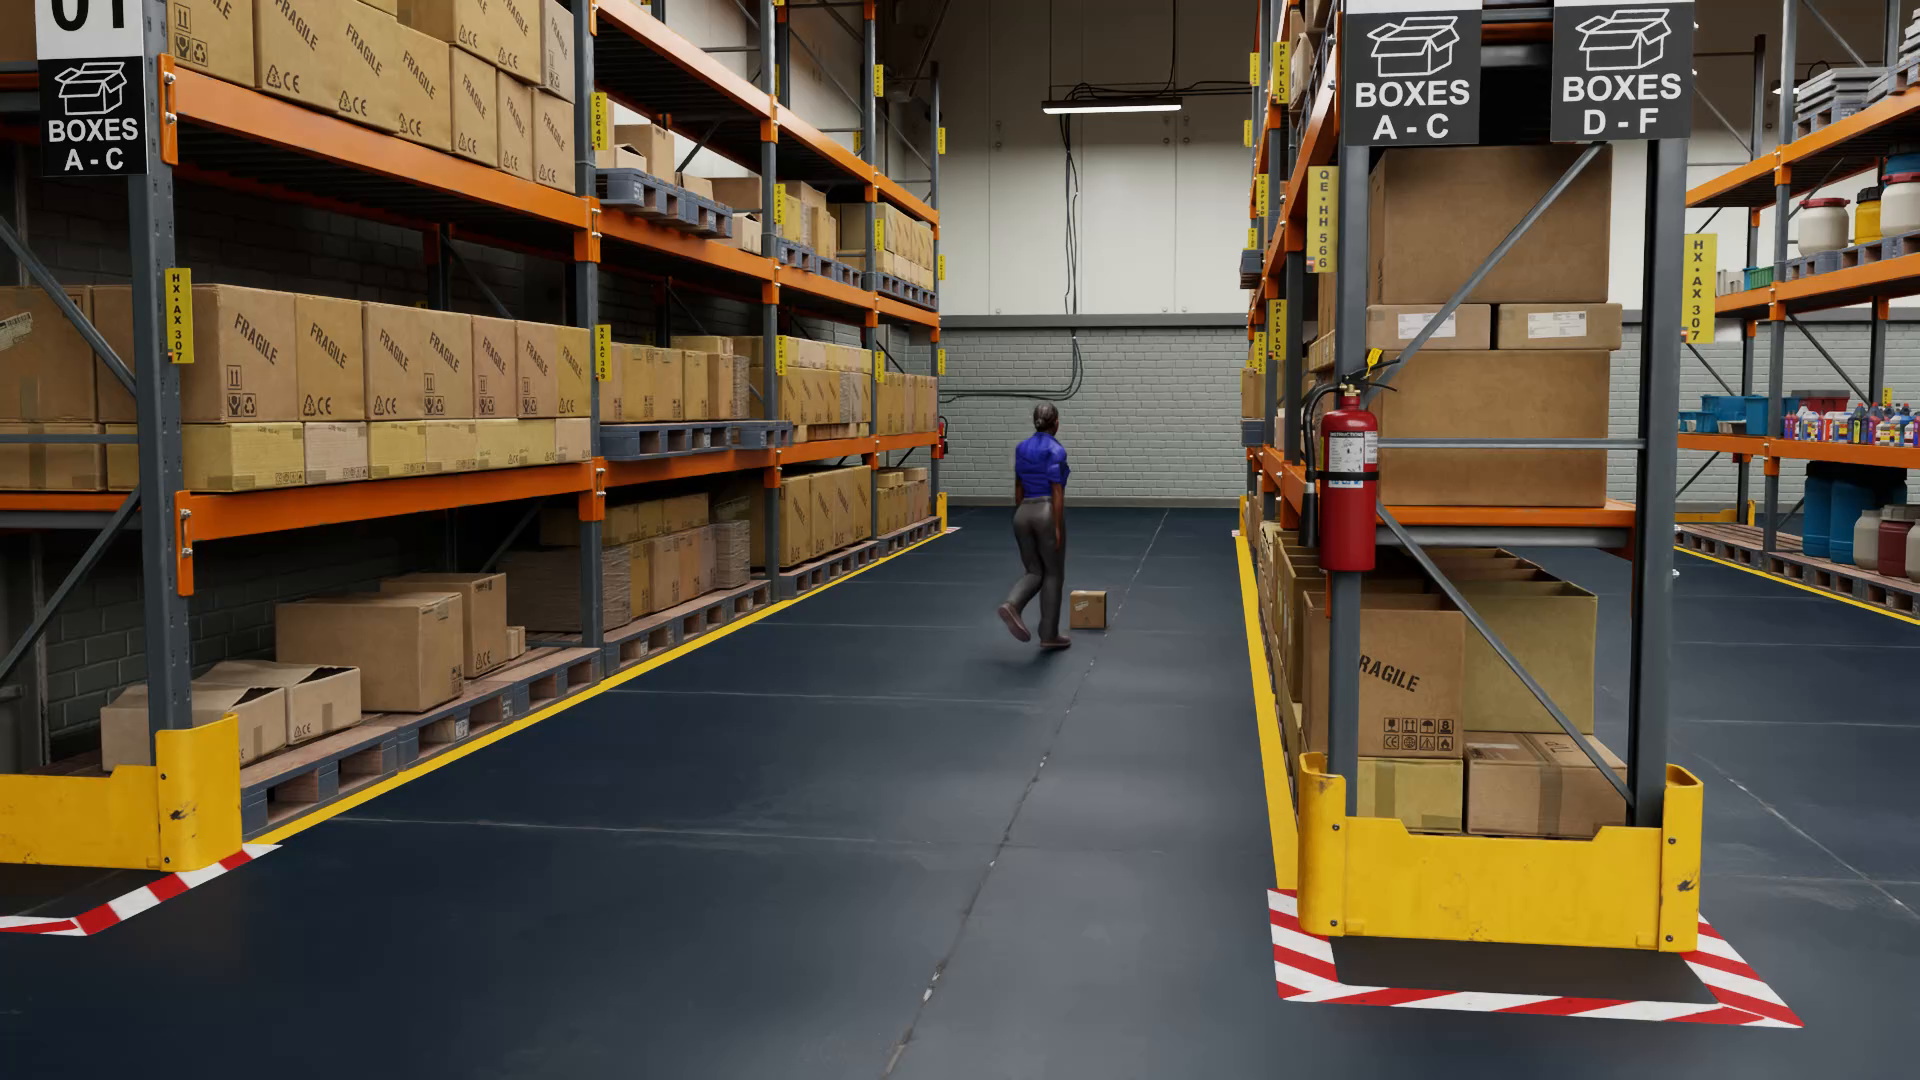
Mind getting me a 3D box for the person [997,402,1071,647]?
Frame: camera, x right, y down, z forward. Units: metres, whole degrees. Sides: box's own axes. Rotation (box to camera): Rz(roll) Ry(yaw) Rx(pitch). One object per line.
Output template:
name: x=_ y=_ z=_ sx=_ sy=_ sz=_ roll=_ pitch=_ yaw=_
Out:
person: x=0.462 y=-0.096 z=11.037 sx=0.629 sy=1.639 sz=0.472 roll=-4 pitch=6 yaw=-43
